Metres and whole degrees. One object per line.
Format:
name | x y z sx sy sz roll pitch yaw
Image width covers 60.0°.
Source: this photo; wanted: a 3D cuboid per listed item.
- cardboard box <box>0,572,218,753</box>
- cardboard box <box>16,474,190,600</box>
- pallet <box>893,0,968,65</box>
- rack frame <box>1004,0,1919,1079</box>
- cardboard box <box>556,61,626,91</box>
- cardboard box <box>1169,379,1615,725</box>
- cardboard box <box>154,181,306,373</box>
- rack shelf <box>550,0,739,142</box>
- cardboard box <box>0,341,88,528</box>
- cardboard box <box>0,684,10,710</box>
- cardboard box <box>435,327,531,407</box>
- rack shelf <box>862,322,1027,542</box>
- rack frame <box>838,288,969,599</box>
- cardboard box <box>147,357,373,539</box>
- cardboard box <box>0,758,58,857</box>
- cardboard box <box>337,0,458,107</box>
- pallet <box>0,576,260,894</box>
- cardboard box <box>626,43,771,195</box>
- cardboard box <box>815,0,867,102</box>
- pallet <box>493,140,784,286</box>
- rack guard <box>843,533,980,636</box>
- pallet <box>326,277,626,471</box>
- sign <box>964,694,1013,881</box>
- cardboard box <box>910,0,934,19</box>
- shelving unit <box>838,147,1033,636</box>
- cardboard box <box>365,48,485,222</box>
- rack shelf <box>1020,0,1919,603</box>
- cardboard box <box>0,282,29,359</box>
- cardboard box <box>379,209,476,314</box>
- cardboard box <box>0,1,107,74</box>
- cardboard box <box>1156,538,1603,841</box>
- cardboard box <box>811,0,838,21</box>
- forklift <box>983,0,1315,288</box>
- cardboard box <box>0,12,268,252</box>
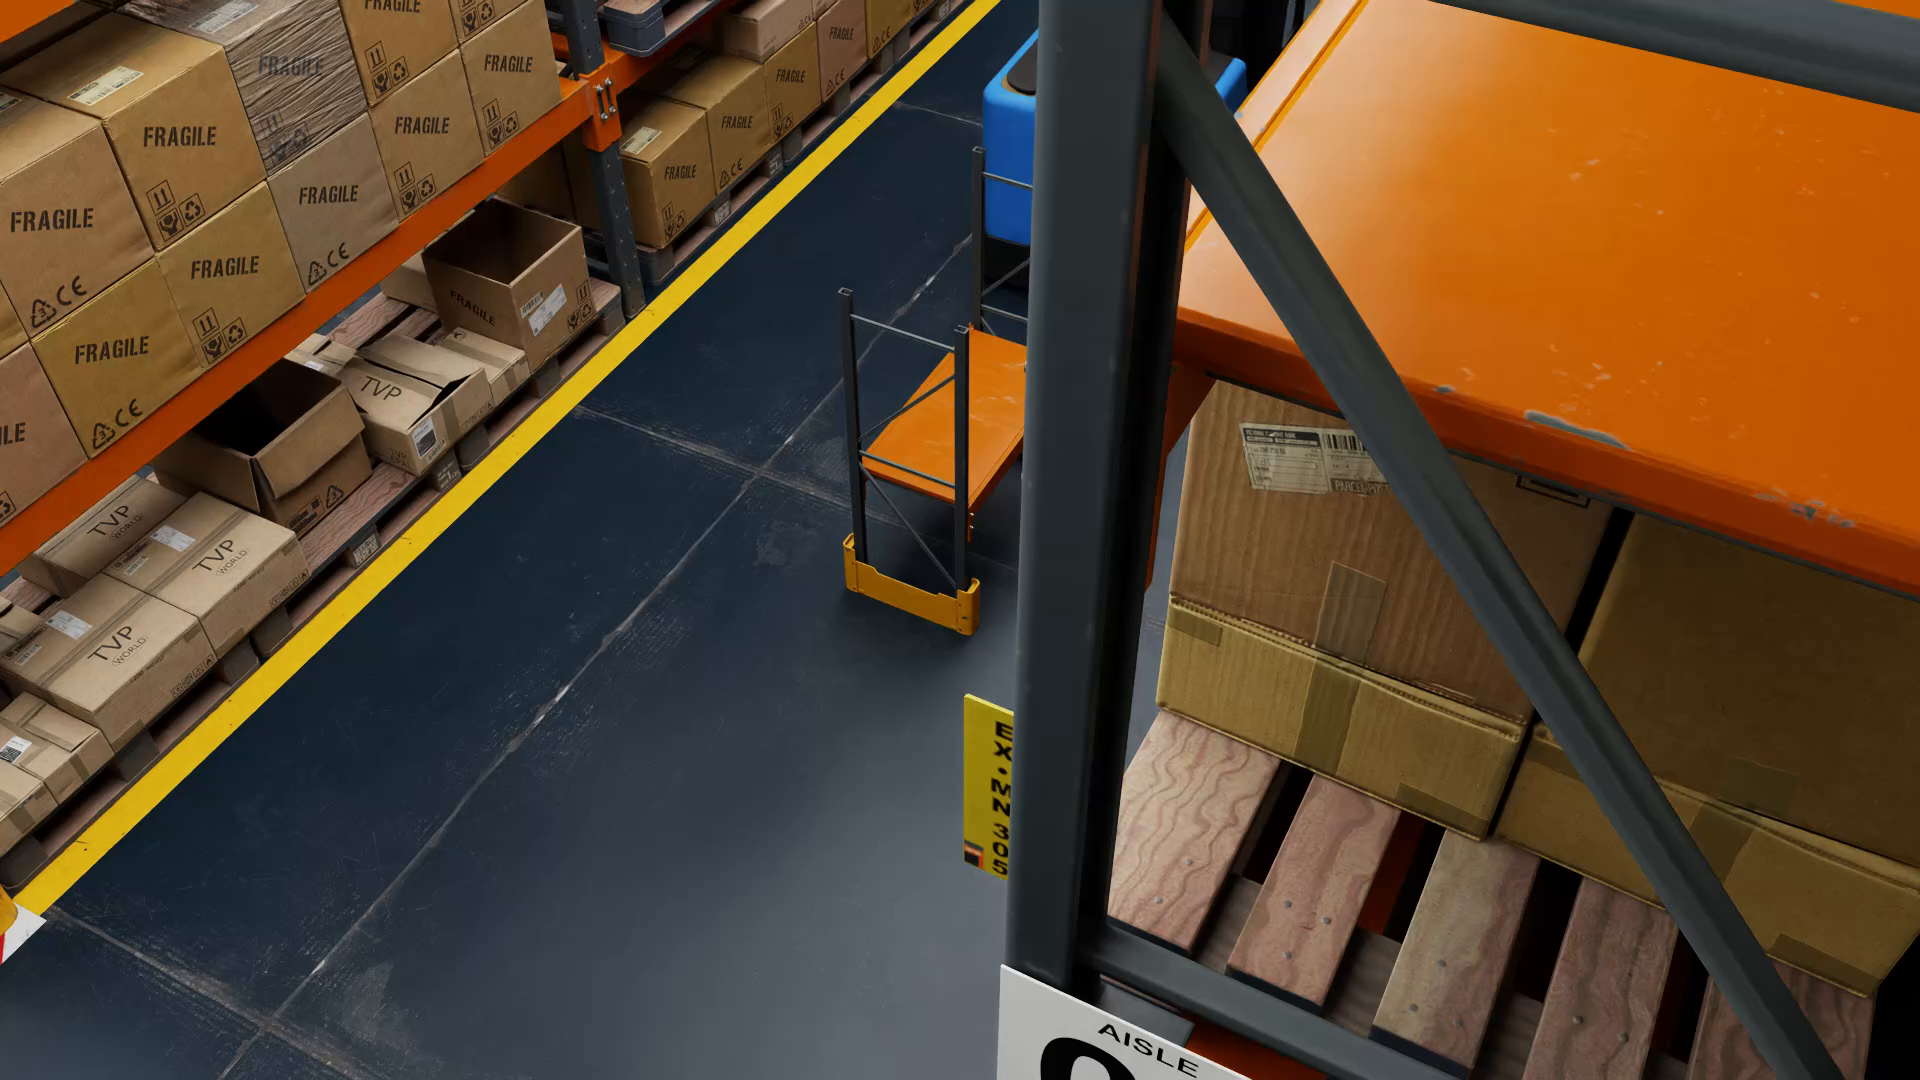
cardboard box | -3.130 0.443 6.107 0.500 0.250 0.500 20 49 19
cardboard box | -3.364 -0.006 6.551 0.500 0.250 0.500 20 49 19
pallet | -0.532 -3.407 10.249 1.003 0.211 1.213 20 49 19
rack frame | 0.524 -0.281 0.981 1.000 3.000 0.127 20 49 19
cardboard box | -1.796 -2.315 8.657 0.500 0.500 0.500 21 49 19
cardboard box | 0.622 -0.171 2.194 0.500 0.500 0.500 20 49 19
cardboard box | -2.722 -0.989 5.828 0.500 0.500 0.500 21 49 20
rack shelf | -1.080 -3.332 8.720 1.077 0.370 4.000 20 49 19
cardboard box | -3.191 -0.360 5.206 0.500 0.500 0.500 20 49 19
cardboard box | -3.831 0.495 5.880 0.500 0.500 0.500 20 49 19
cardboard box | -2.143 -0.769 7.376 0.380 0.149 0.250 20 49 19
rack shelf | 0.040 -0.455 6.678 0.538 0.185 1.000 20 49 19
rack frame | -0.196 -0.261 6.233 0.500 1.500 0.032 20 49 19
cardboard box | -2.876 -0.417 6.779 0.797 0.503 0.637 20 49 19
cardboard box | -3.367 0.892 5.735 0.380 0.149 0.250 20 49 19
cardboard box | -2.249 -1.984 6.109 0.500 0.500 0.500 20 49 18
pallet | -3.461 0.625 6.264 1.003 0.211 1.213 20 49 19
cardboard box | -1.330 -2.165 8.509 0.500 0.500 0.500 21 49 20
cardboard box | -0.857 -2.796 9.132 0.500 0.500 0.500 19 48 18
pallet | -1.664 -1.870 8.730 1.003 0.211 1.213 20 49 19
rack guard | -0.196 0.178 6.678 0.587 0.250 0.087 20 49 19
pallet | -2.328 -0.913 7.784 1.003 0.211 1.213 20 49 19
sign | 0.050 0.302 1.946 0.100 0.325 0.005 20 49 19
cardboard box | -0.378 -3.454 9.783 0.500 0.500 0.500 22 49 21
shelving unit | 0.035 -0.575 6.544 0.587 1.500 1.083 20 49 19
cardboard box | -2.251 -1.635 6.467 0.500 0.500 0.500 22 49 20
rack shelf | 1.452 -1.147 2.624 1.077 0.370 4.000 20 49 19
cardboard box | -3.190 -0.716 4.855 0.500 0.500 0.500 21 49 19
cardboard box | -2.395 -1.342 7.828 0.500 0.311 0.500 20 49 19
cardboard box | -3.194 -1.533 5.663 0.500 0.500 0.500 22 49 20
cardboard box | 0.629 0.094 2.458 0.500 0.250 0.500 22 49 20
cardboard box | -0.872 -3.035 8.842 0.500 0.250 0.500 20 49 18
forklift | 1.179 -3.120 8.053 1.130 2.935 3.031 19 48 18
cardboard box | -2.718 -1.350 5.482 0.500 0.500 0.500 20 49 19
